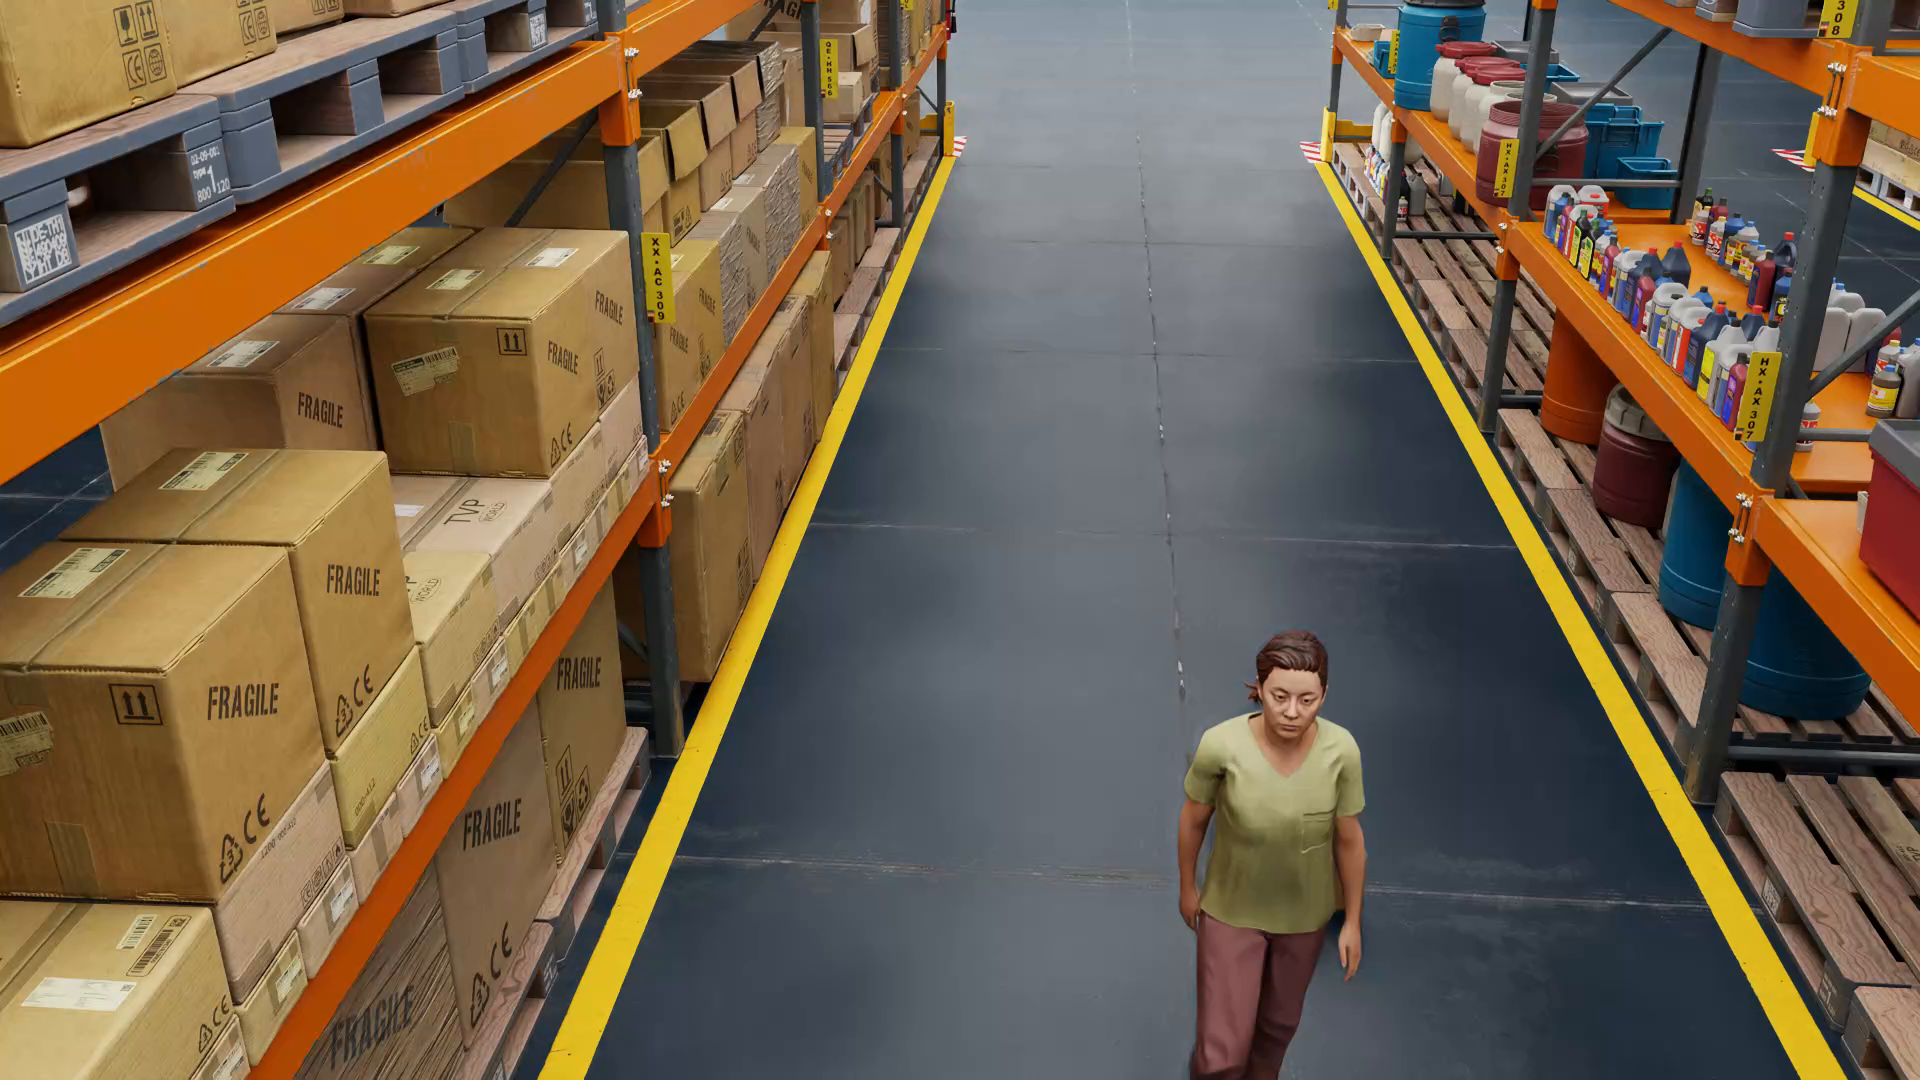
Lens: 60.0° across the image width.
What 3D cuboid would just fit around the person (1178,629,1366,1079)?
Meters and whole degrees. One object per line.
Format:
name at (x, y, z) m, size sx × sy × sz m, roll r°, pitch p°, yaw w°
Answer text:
person at (0.814, 1.017, 4.390) m, size 0.463 × 1.714 × 0.478 m, roll -2°, pitch 25°, yaw -4°
